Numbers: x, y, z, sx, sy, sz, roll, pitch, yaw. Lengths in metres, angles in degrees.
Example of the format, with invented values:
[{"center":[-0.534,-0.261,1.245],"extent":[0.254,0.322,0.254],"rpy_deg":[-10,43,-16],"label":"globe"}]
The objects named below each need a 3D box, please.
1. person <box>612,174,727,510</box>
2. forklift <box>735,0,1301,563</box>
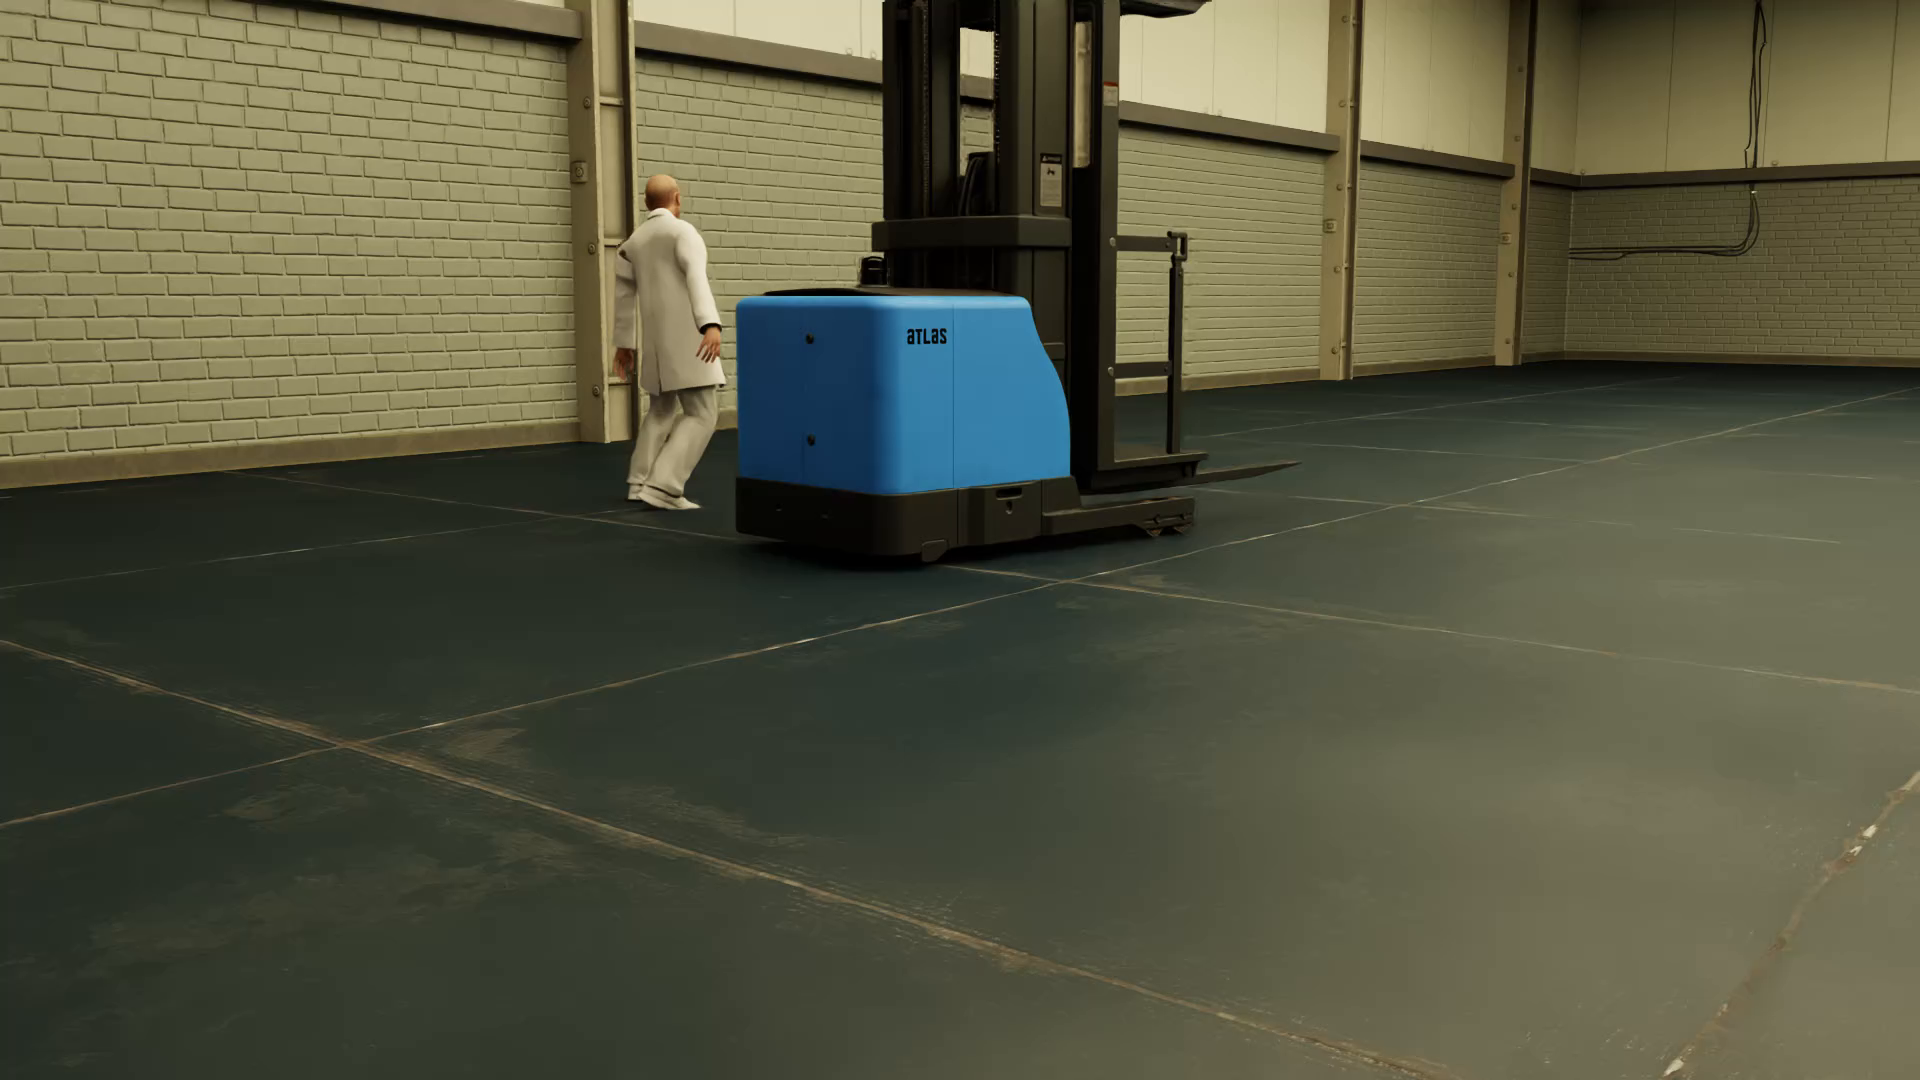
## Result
[{"center":[-1.504,-1.003,8.569],"extent":[0.924,1.750,0.586],"rpy_deg":[8,12,44],"label":"person"},{"center":[0.446,-1.516,7.642],"extent":[3.031,2.935,1.130],"rpy_deg":[-8,11,-43],"label":"forklift"}]
